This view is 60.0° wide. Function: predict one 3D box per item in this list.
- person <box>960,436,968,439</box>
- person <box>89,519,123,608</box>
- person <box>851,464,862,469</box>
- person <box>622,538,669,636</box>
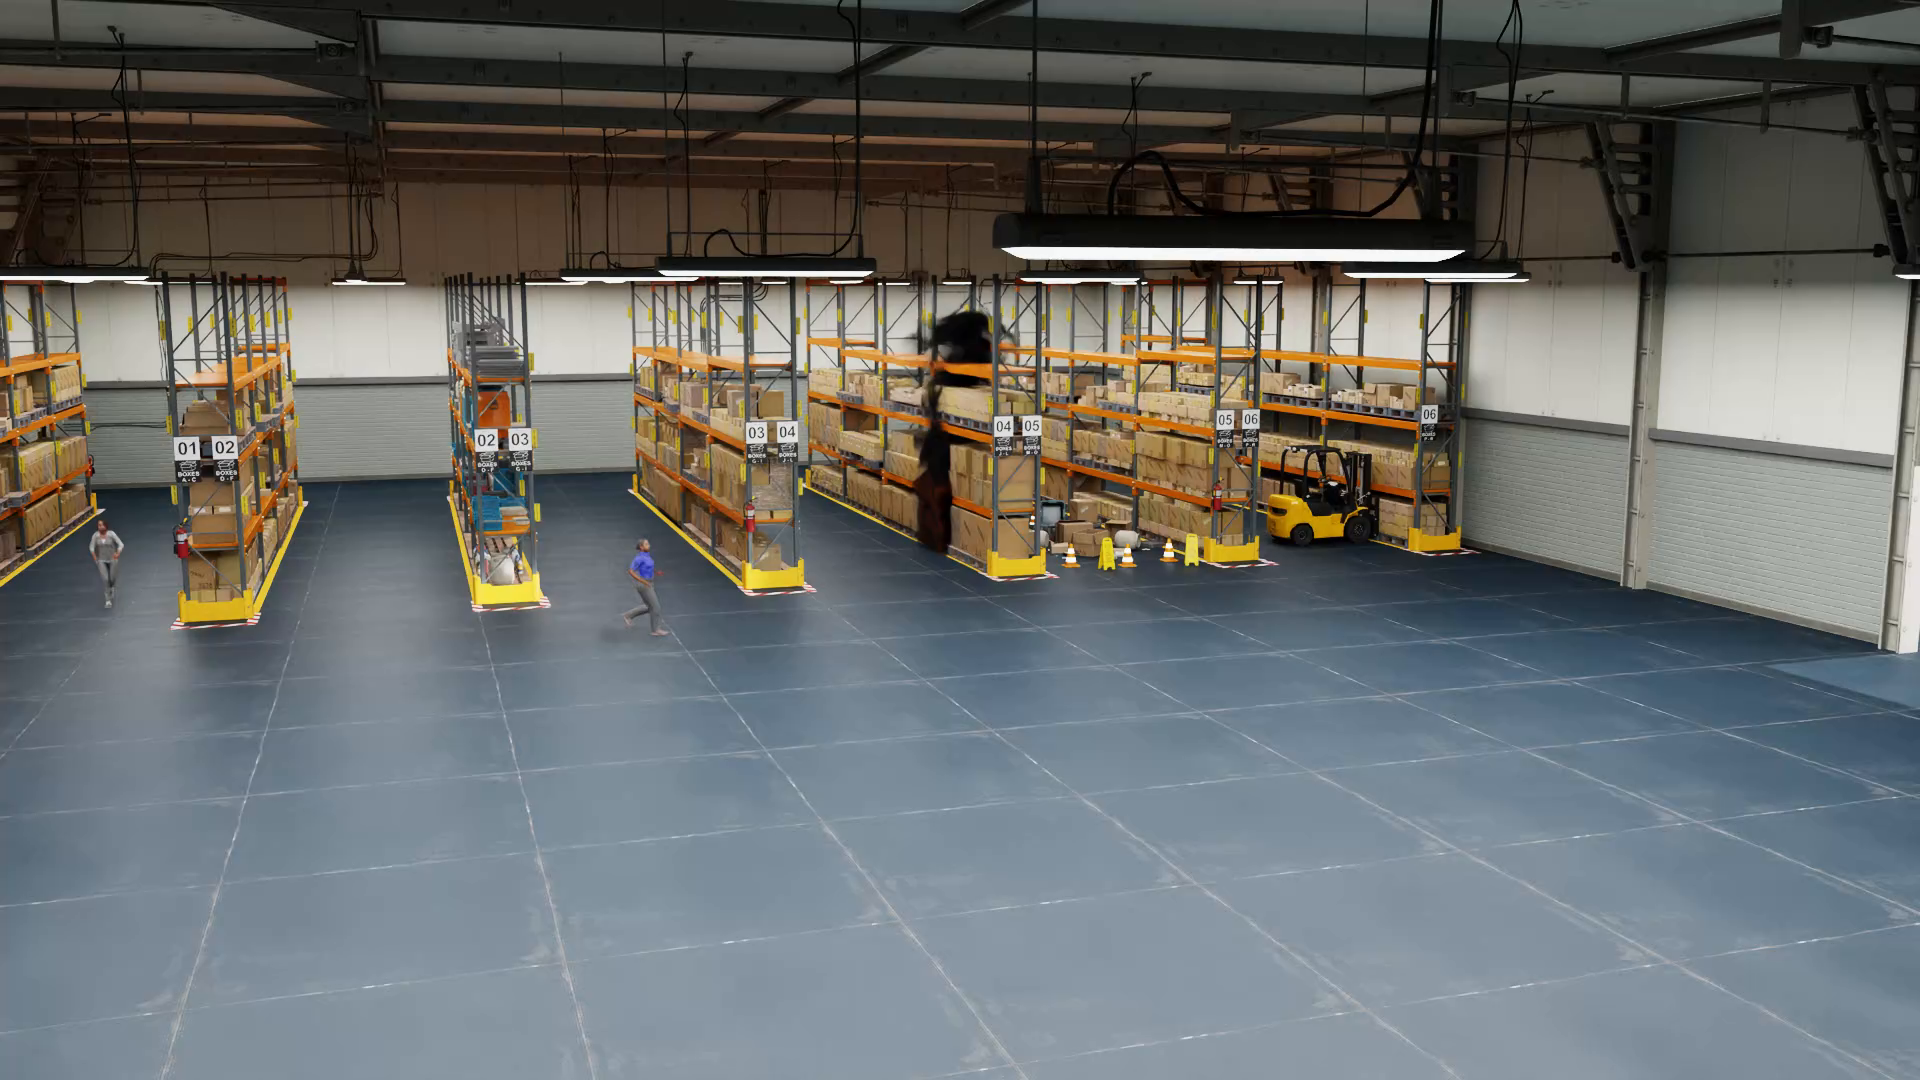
[{"bbox_3d":[0.206,-2.839,51.353,0.935,1.624,0.614,0,9,-2],"label":"person"},{"bbox_3d":[-15.520,0.402,30.278,0.555,1.602,0.659,-3,9,-22],"label":"person"},{"bbox_3d":[-3.118,-2.623,49.982,0.931,1.621,0.726,6,11,35],"label":"person"},{"bbox_3d":[-5.241,0.774,27.580,0.786,1.619,0.588,1,9,5],"label":"person"}]
